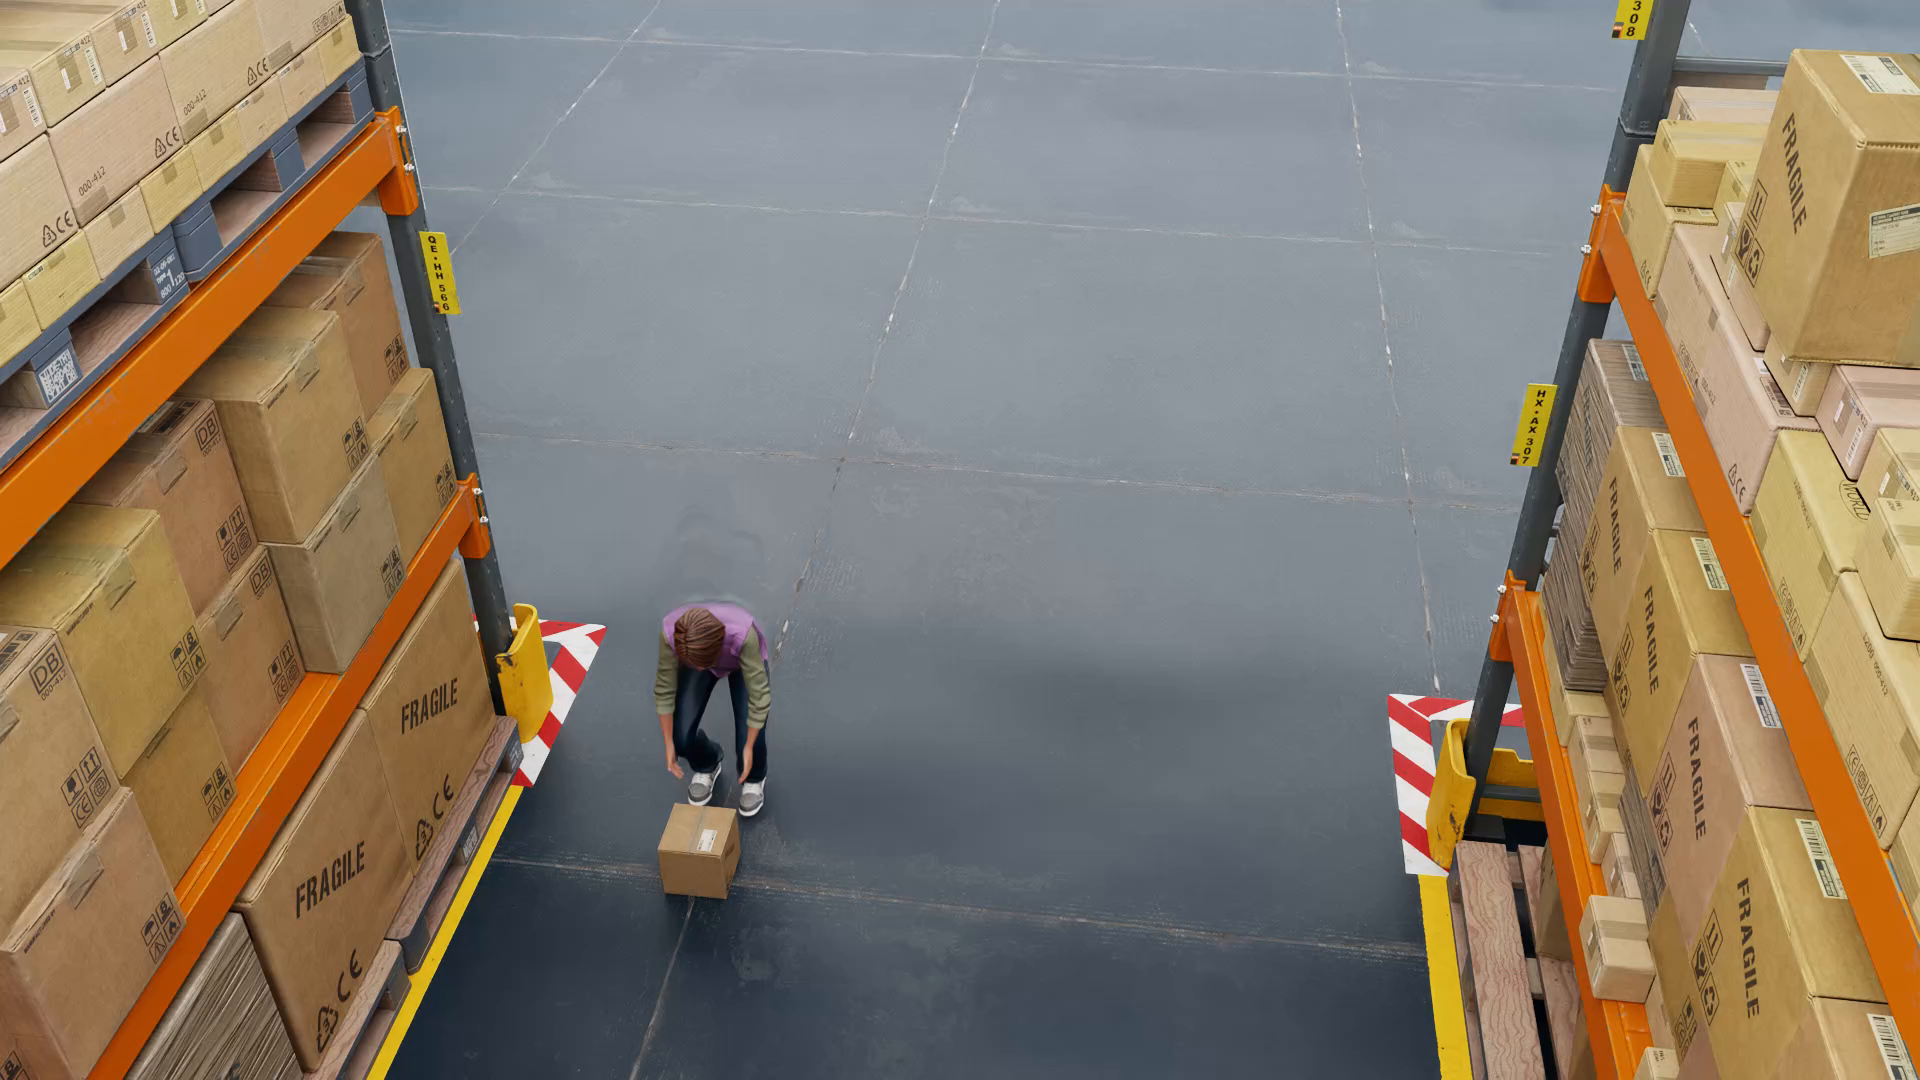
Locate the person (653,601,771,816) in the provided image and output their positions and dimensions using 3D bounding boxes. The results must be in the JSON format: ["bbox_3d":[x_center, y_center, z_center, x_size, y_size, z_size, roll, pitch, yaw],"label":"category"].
[{"bbox_3d":[-0.938,0.612,6.583,0.463,1.171,0.714,5,37,6],"label":"person"}]
